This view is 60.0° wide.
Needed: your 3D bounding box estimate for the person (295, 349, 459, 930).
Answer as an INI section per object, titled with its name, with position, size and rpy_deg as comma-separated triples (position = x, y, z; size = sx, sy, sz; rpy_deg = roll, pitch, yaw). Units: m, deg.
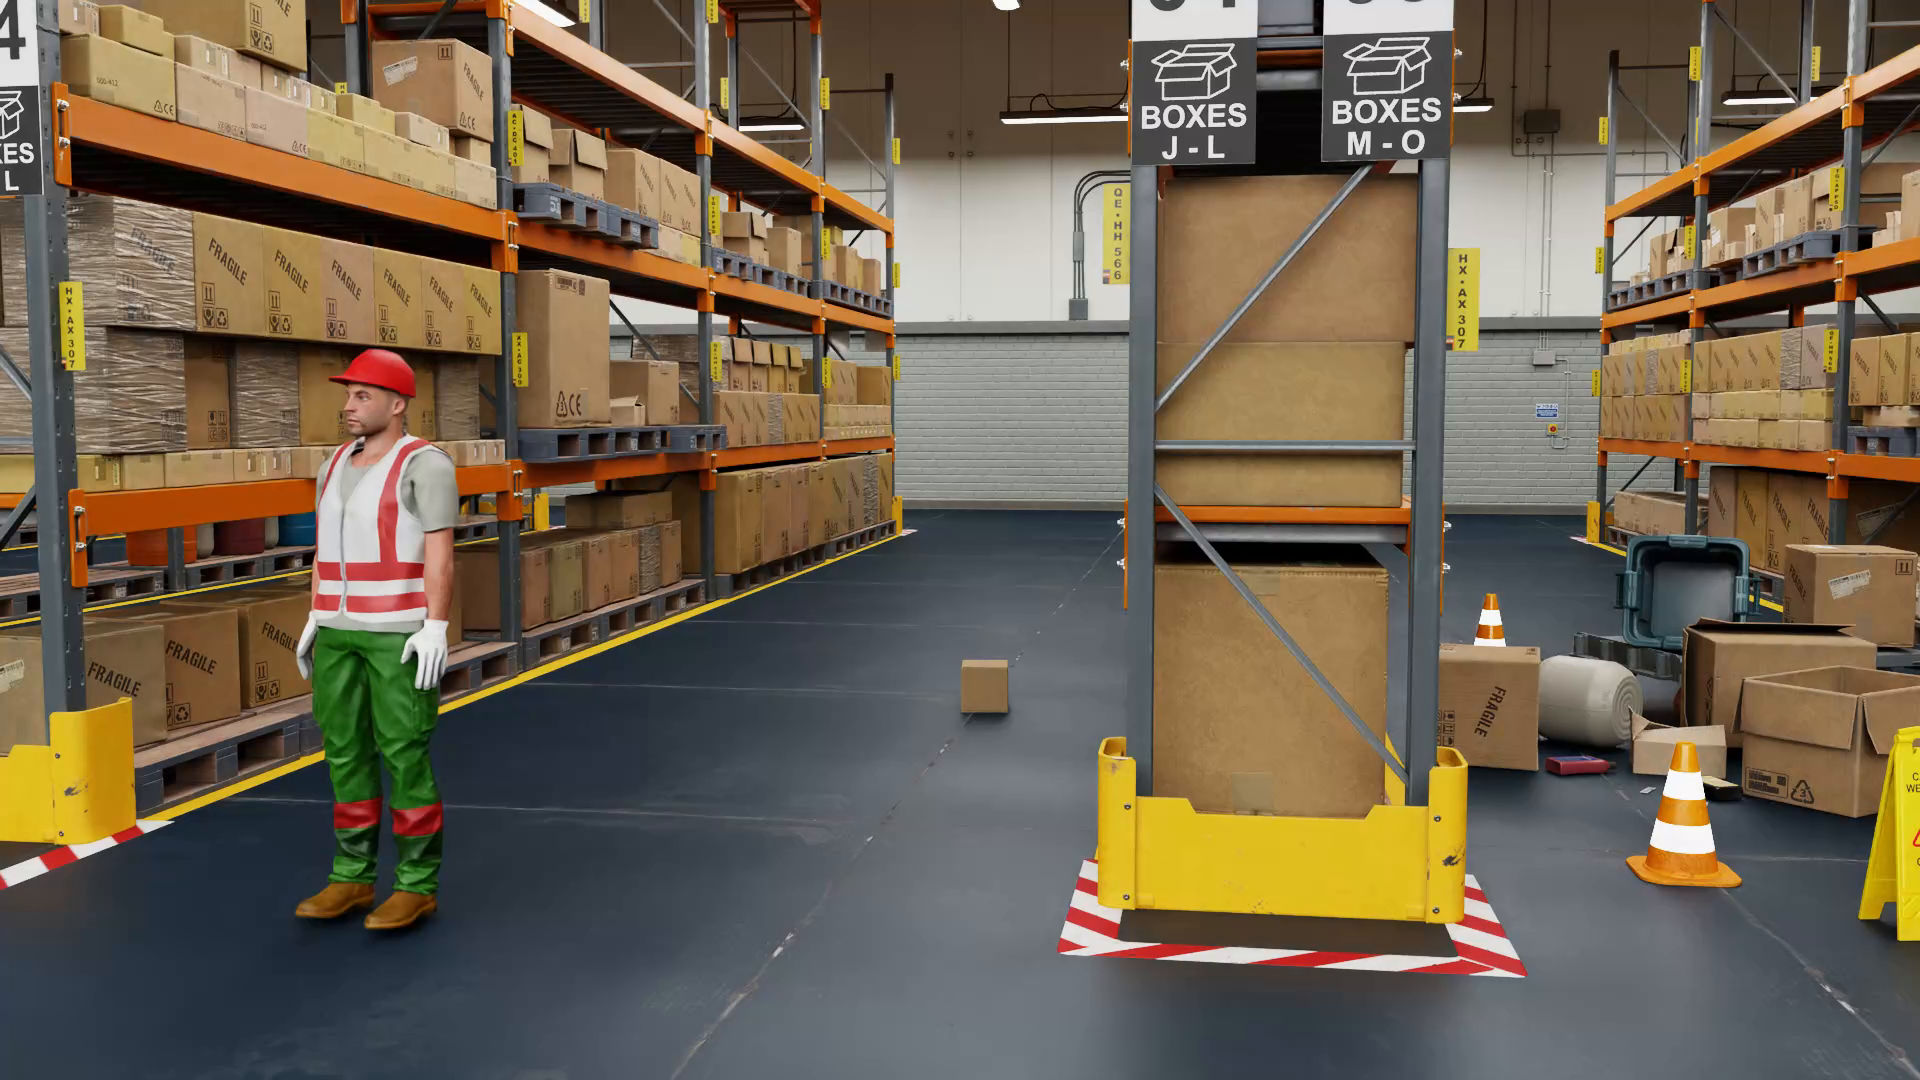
[person]
position = -1.869, 0.295, 5.257
size = 0.586, 1.793, 0.412
rpy_deg = 2, 5, 22
